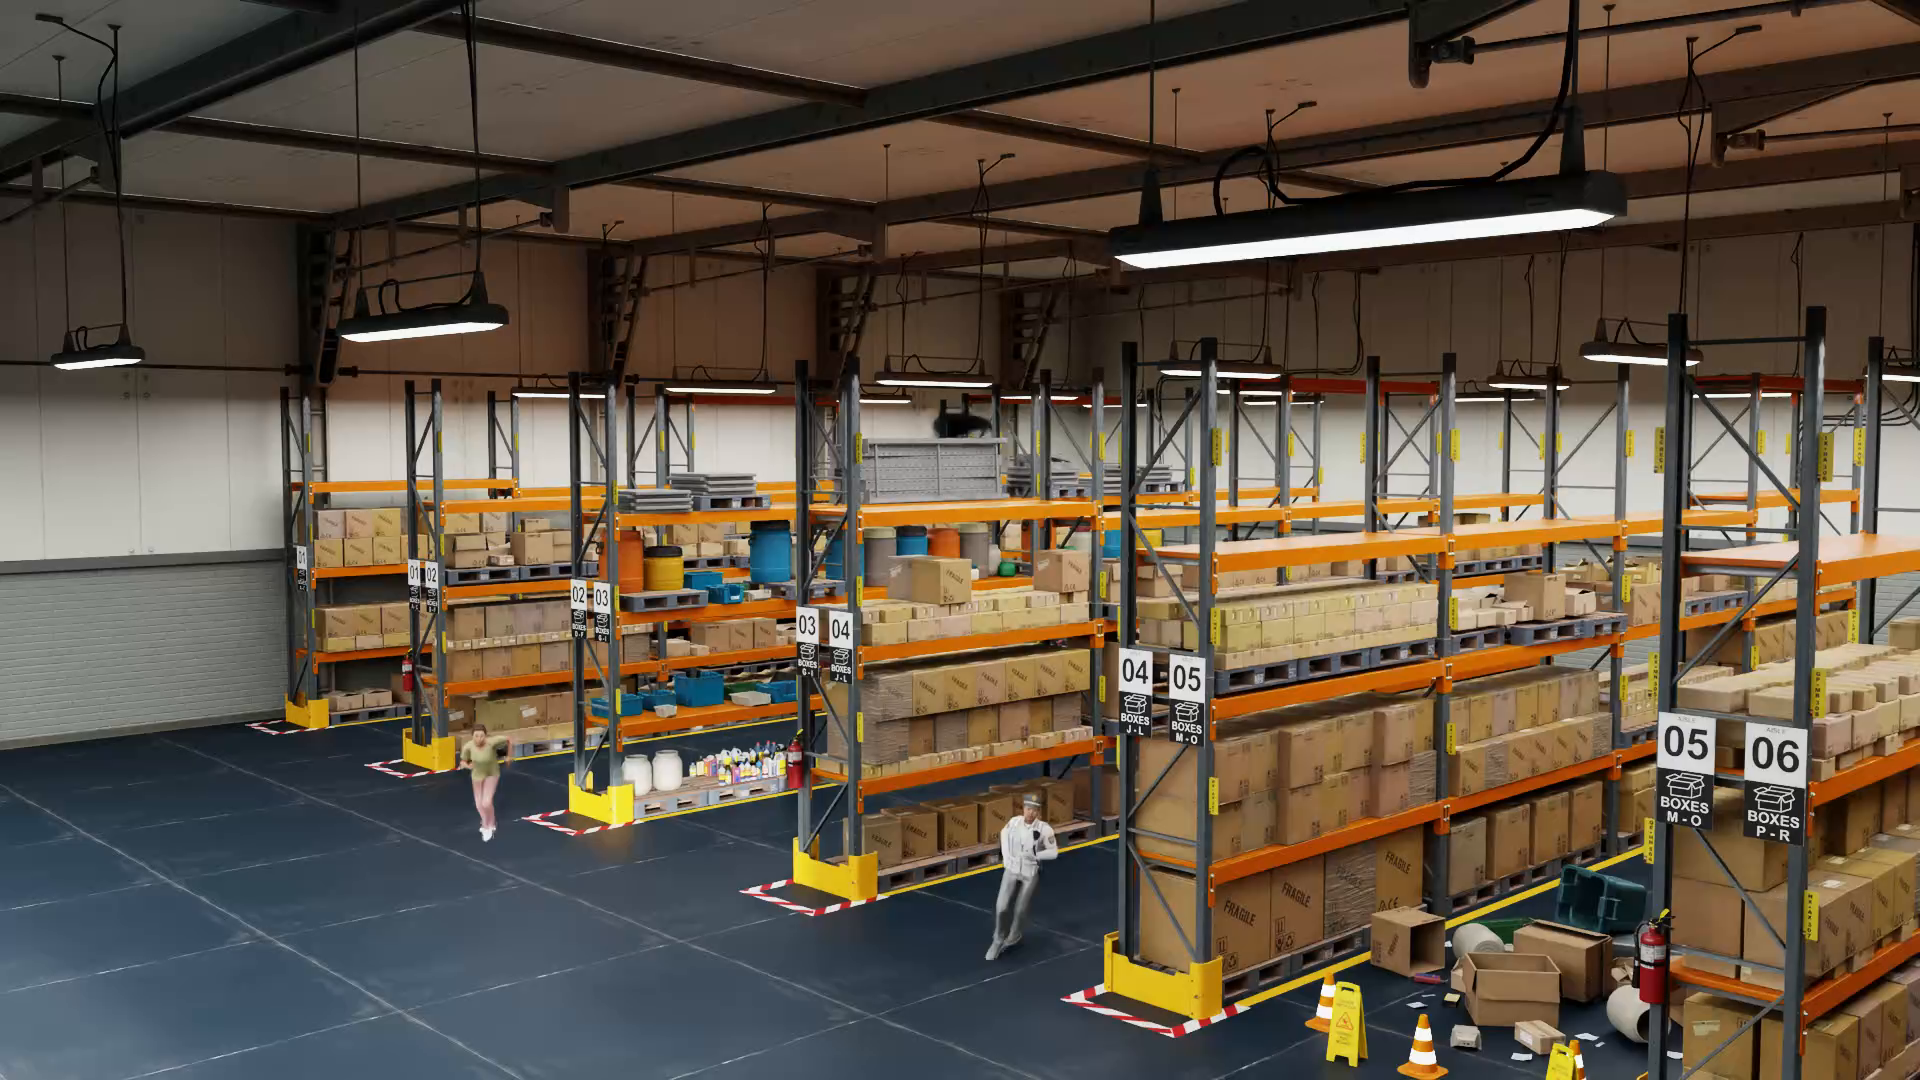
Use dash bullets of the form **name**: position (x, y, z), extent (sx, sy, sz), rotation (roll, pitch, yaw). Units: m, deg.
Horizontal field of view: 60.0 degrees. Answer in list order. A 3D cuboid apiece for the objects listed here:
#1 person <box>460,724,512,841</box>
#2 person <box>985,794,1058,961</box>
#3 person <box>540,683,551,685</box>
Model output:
- **person**: position (-5.993, 3.049, 21.068), extent (0.605, 1.544, 0.887), rotation (0, 4, -5)
- **person**: position (0.635, 3.309, 16.449), extent (0.703, 1.686, 0.646), rotation (1, 4, 13)
- **person**: position (-7.311, 2.431, 29.447), extent (0.566, 1.663, 0.929), rotation (2, 4, 28)
